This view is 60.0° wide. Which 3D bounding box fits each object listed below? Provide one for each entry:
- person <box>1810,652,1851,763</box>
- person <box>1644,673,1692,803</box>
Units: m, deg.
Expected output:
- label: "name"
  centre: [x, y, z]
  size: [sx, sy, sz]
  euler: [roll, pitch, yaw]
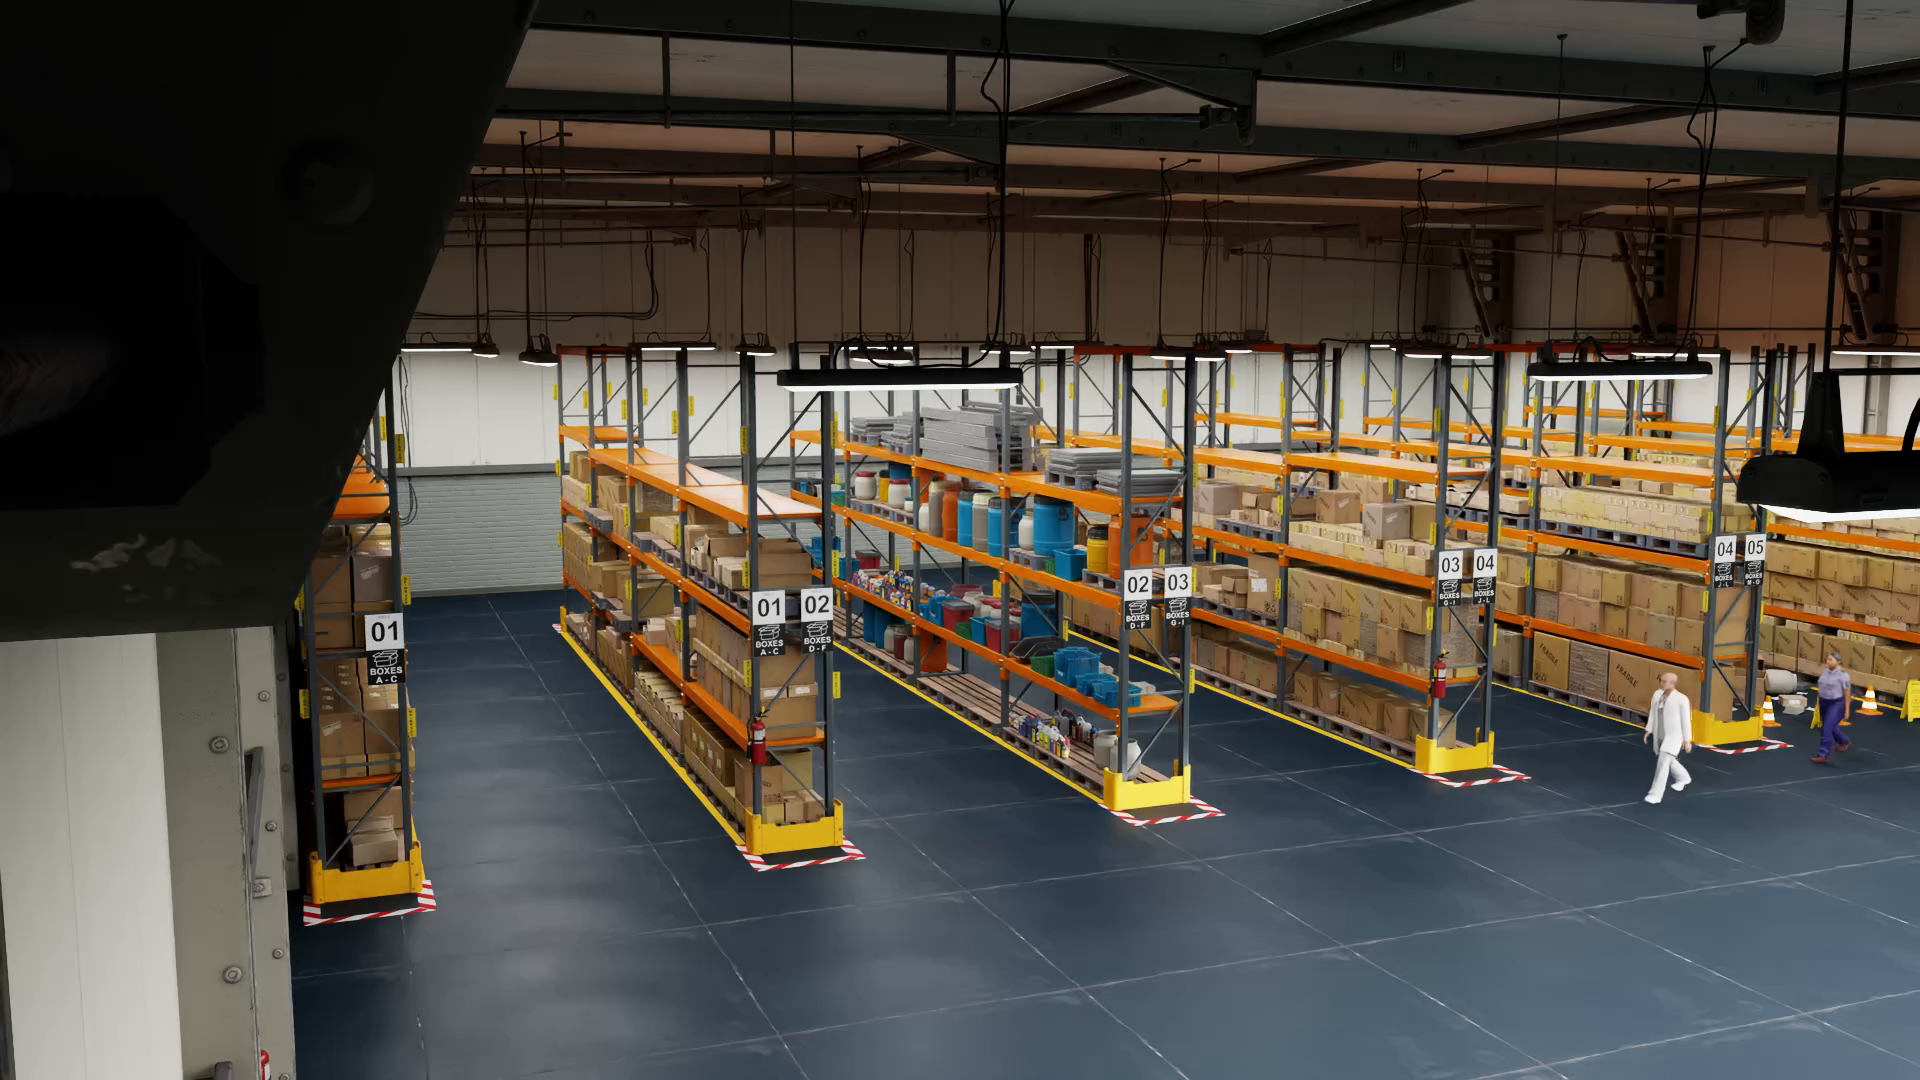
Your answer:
- label: "person"
  centre: [12.845, 2.433, 24.406]
  size: [0.962, 1.603, 0.481]
  euler: [-3, 8, -21]
- label: "person"
  centre: [9.543, 2.628, 22.382]
  size: [1.112, 1.736, 0.620]
  euler: [-4, 8, -31]
